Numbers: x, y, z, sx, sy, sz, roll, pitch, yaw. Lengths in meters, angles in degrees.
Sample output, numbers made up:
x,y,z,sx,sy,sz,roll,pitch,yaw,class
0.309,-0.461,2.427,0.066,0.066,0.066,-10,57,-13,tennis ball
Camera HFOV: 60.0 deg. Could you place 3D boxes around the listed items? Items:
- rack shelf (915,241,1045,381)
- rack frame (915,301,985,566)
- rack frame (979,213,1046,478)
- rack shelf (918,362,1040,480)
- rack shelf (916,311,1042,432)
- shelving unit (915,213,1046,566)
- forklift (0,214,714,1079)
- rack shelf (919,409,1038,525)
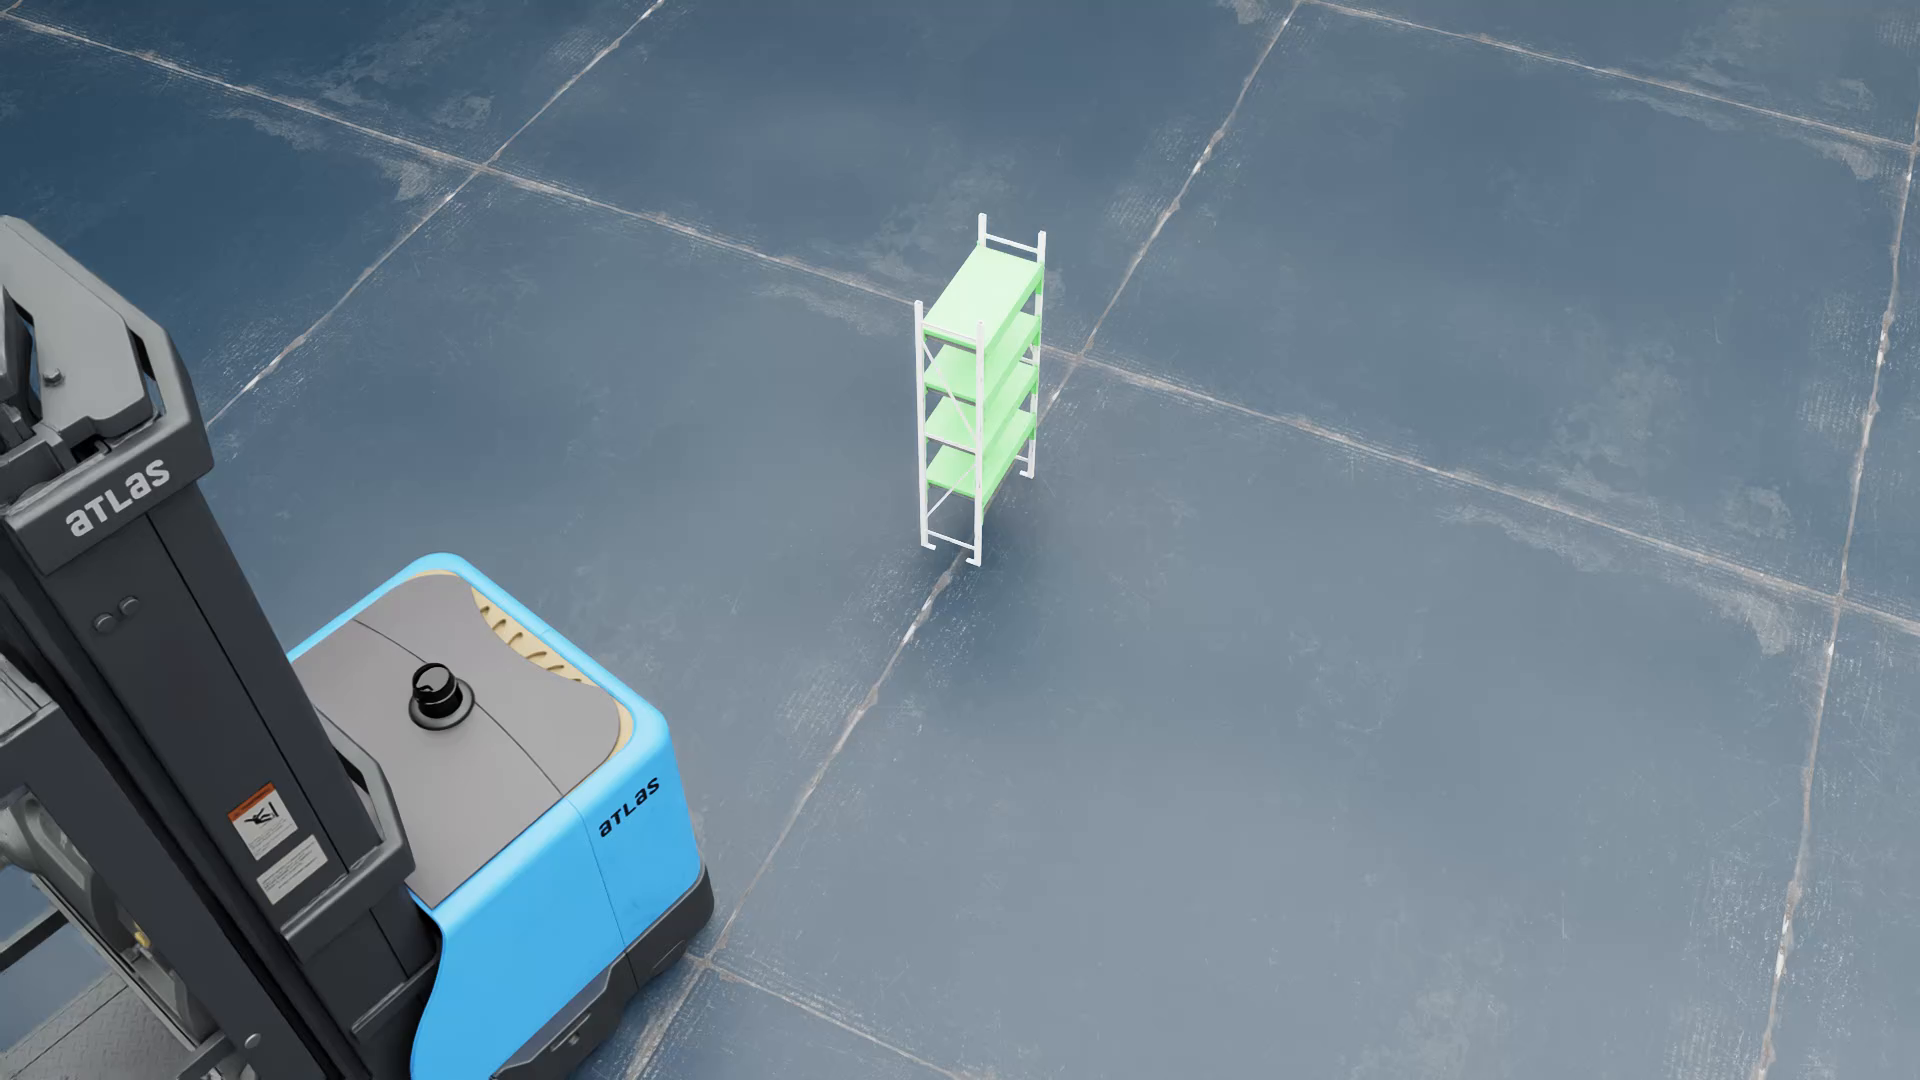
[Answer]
x,y,z,sx,sy,sz,roll,pitch,yaw,class
0.071,-0.772,5.573,0.258,0.148,0.480,20,52,16,rack shelf
-0.034,-0.335,5.747,0.240,1.200,0.015,20,52,16,rack frame
0.175,-0.671,6.033,0.240,1.200,0.015,20,52,16,rack frame
0.071,-0.461,5.939,0.258,0.148,0.480,20,52,16,rack shelf
0.071,-0.617,5.756,0.258,0.148,0.480,20,52,16,rack shelf
0.071,-0.503,5.890,0.258,1.200,0.503,20,52,16,shelving unit
-2.101,0.852,3.601,1.130,2.935,3.031,33,57,25,forklift
0.071,-0.306,6.121,0.258,0.148,0.480,20,52,16,rack shelf
